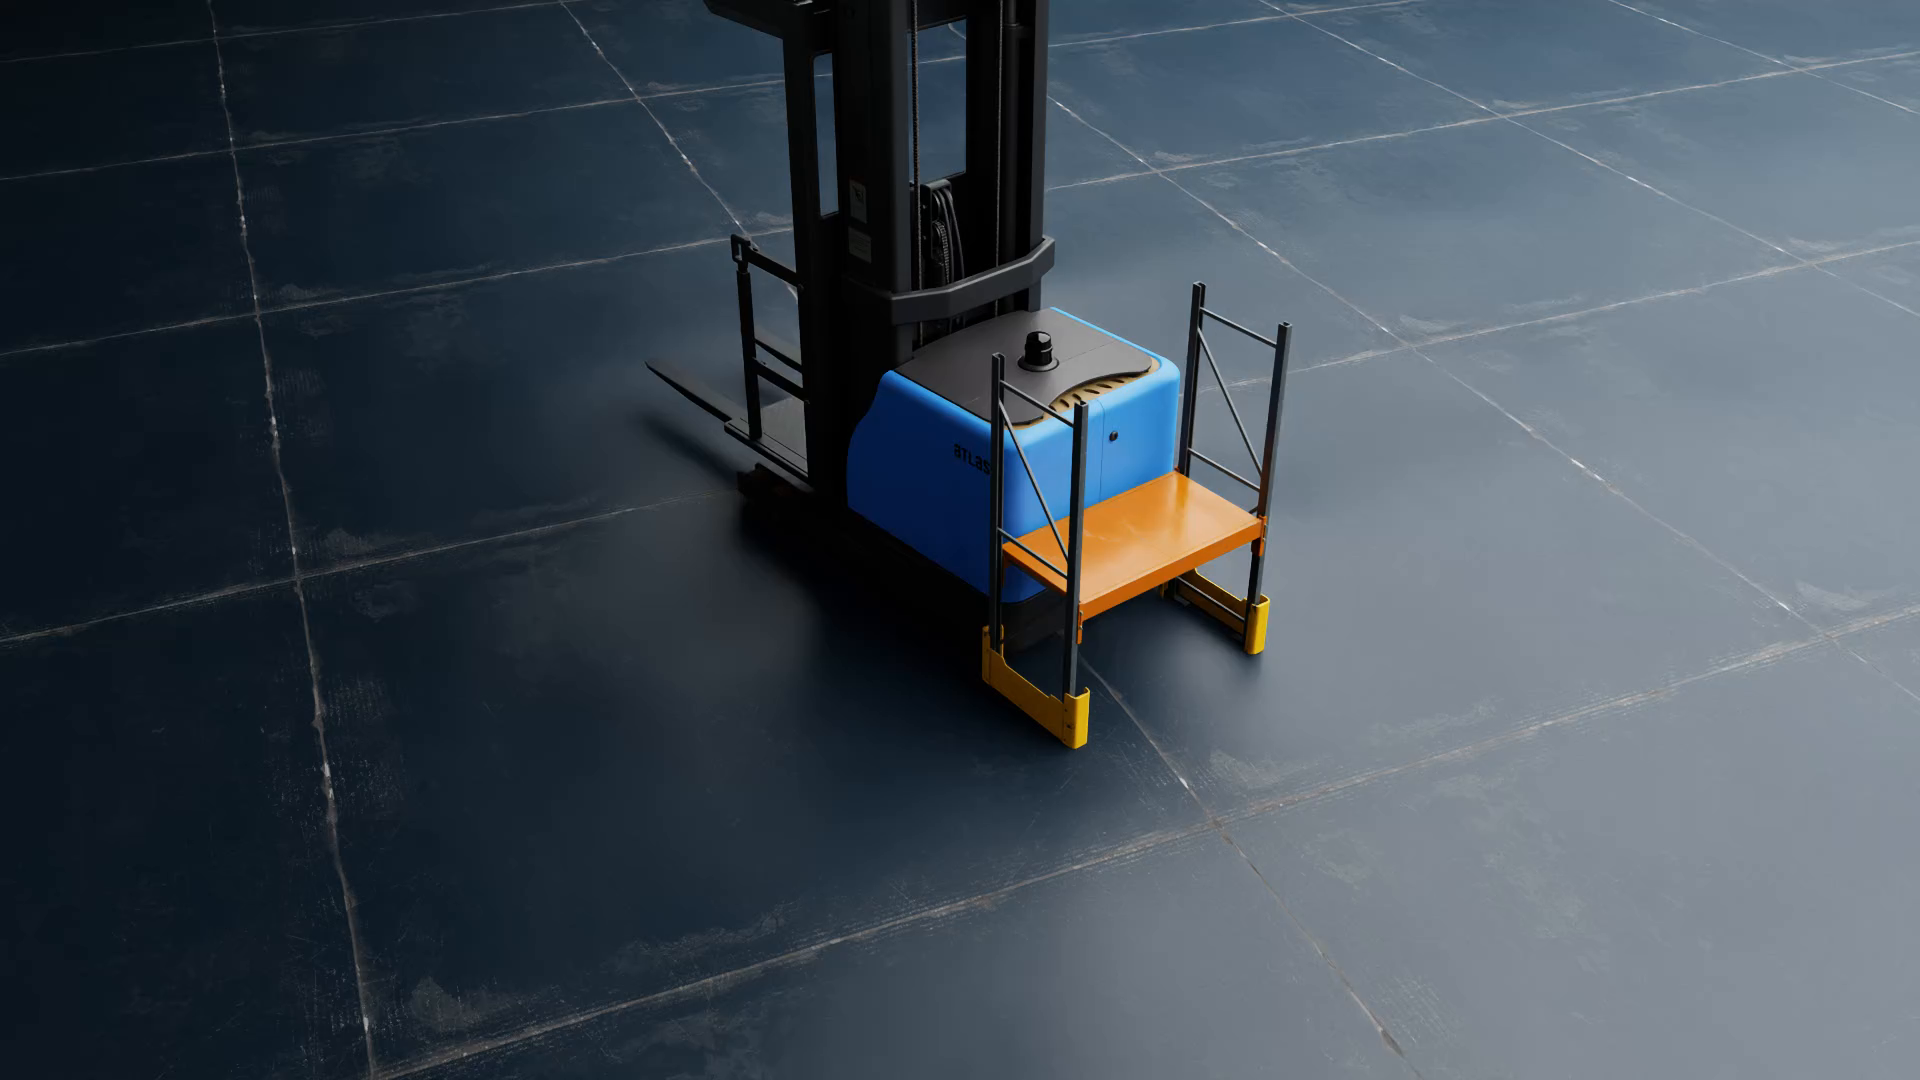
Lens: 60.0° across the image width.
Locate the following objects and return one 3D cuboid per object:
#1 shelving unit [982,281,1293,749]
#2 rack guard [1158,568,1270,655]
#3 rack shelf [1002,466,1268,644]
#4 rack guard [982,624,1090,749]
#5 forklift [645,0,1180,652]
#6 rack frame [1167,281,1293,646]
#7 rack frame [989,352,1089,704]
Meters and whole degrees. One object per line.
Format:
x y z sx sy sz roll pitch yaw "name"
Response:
0.689 -0.114 6.550 1.083 1.500 0.587 -23 39 -31 "shelving unit"
1.083 0.244 7.147 0.087 0.250 0.587 -23 39 -31 "rack guard"
0.682 0.040 6.644 1.000 0.185 0.538 -23 39 -31 "rack shelf"
0.295 0.576 6.636 0.087 0.250 0.587 -23 39 -31 "rack guard"
-0.417 -1.487 7.347 1.130 2.935 3.031 -26 41 -34 "forklift"
1.084 -0.281 6.806 0.032 1.500 0.500 -23 39 -31 "rack frame"
0.279 0.058 6.285 0.032 1.500 0.500 -23 39 -31 "rack frame"
